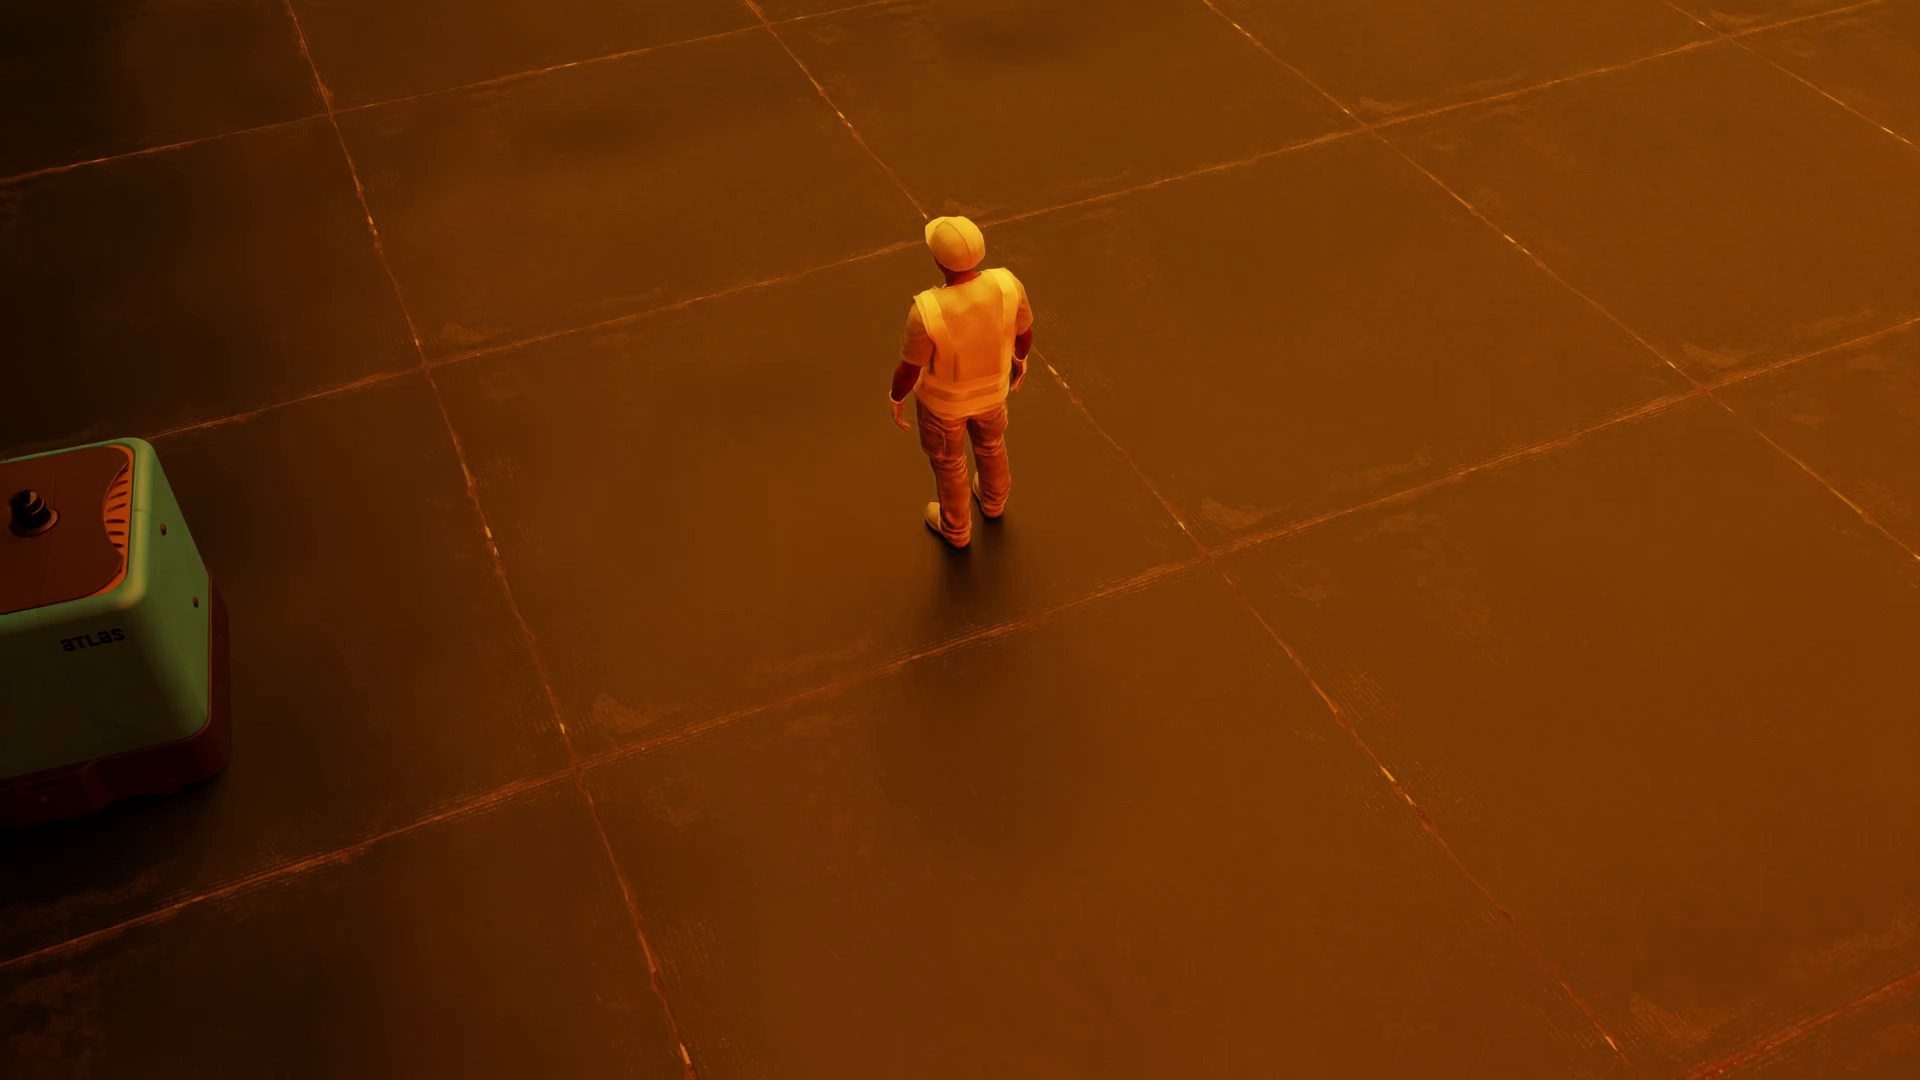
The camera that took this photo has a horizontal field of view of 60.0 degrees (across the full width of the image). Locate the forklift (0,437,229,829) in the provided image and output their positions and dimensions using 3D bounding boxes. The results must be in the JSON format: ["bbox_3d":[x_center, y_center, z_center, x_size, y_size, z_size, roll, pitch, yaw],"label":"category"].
[{"bbox_3d":[-4.553,-0.096,5.783,3.031,2.935,1.130,-12,44,-13],"label":"forklift"}]

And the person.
[{"bbox_3d":[-0.023,-0.705,7.266,0.657,1.785,0.575,-18,46,-18],"label":"person"}]
